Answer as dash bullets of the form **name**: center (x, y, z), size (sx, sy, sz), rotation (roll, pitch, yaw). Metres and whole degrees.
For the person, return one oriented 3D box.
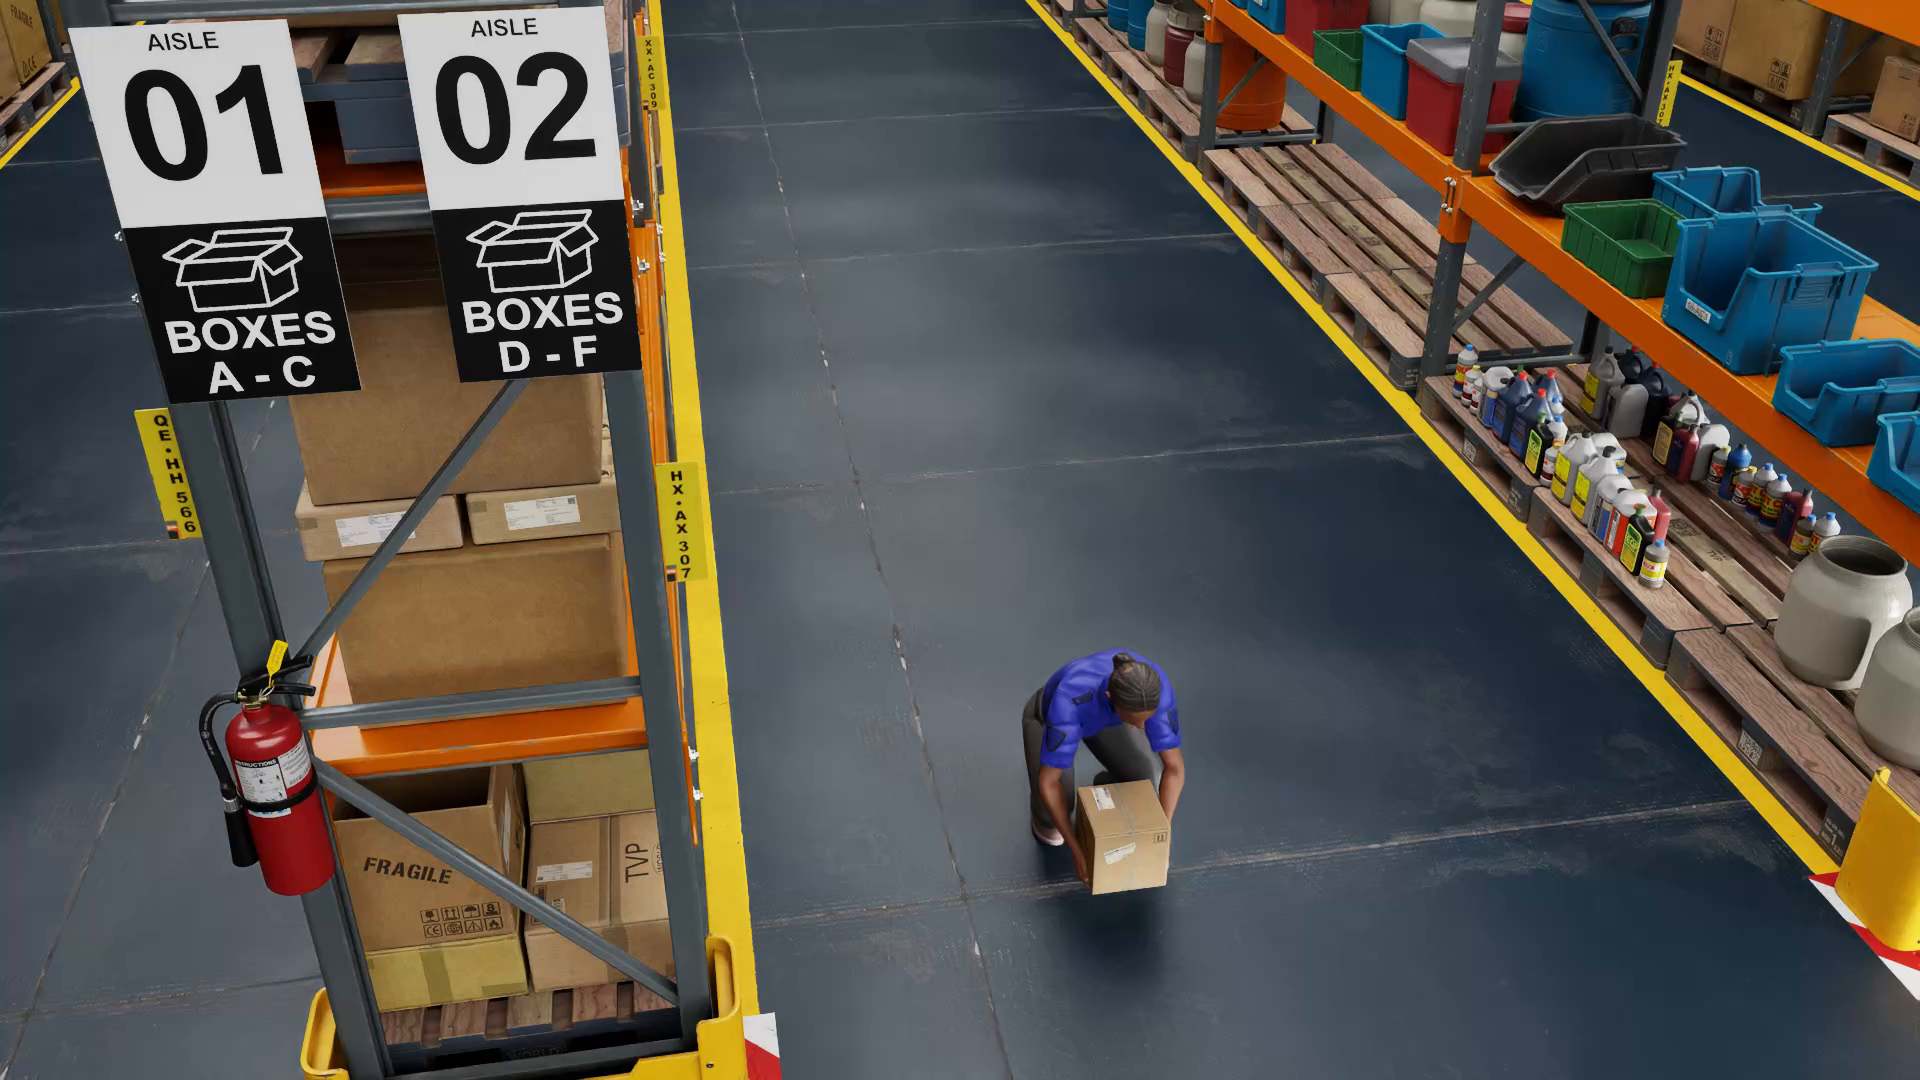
- **person**: center (0.477, 0.701, 5.698), size (0.506, 0.921, 0.820), rotation (-5, 31, -9)
